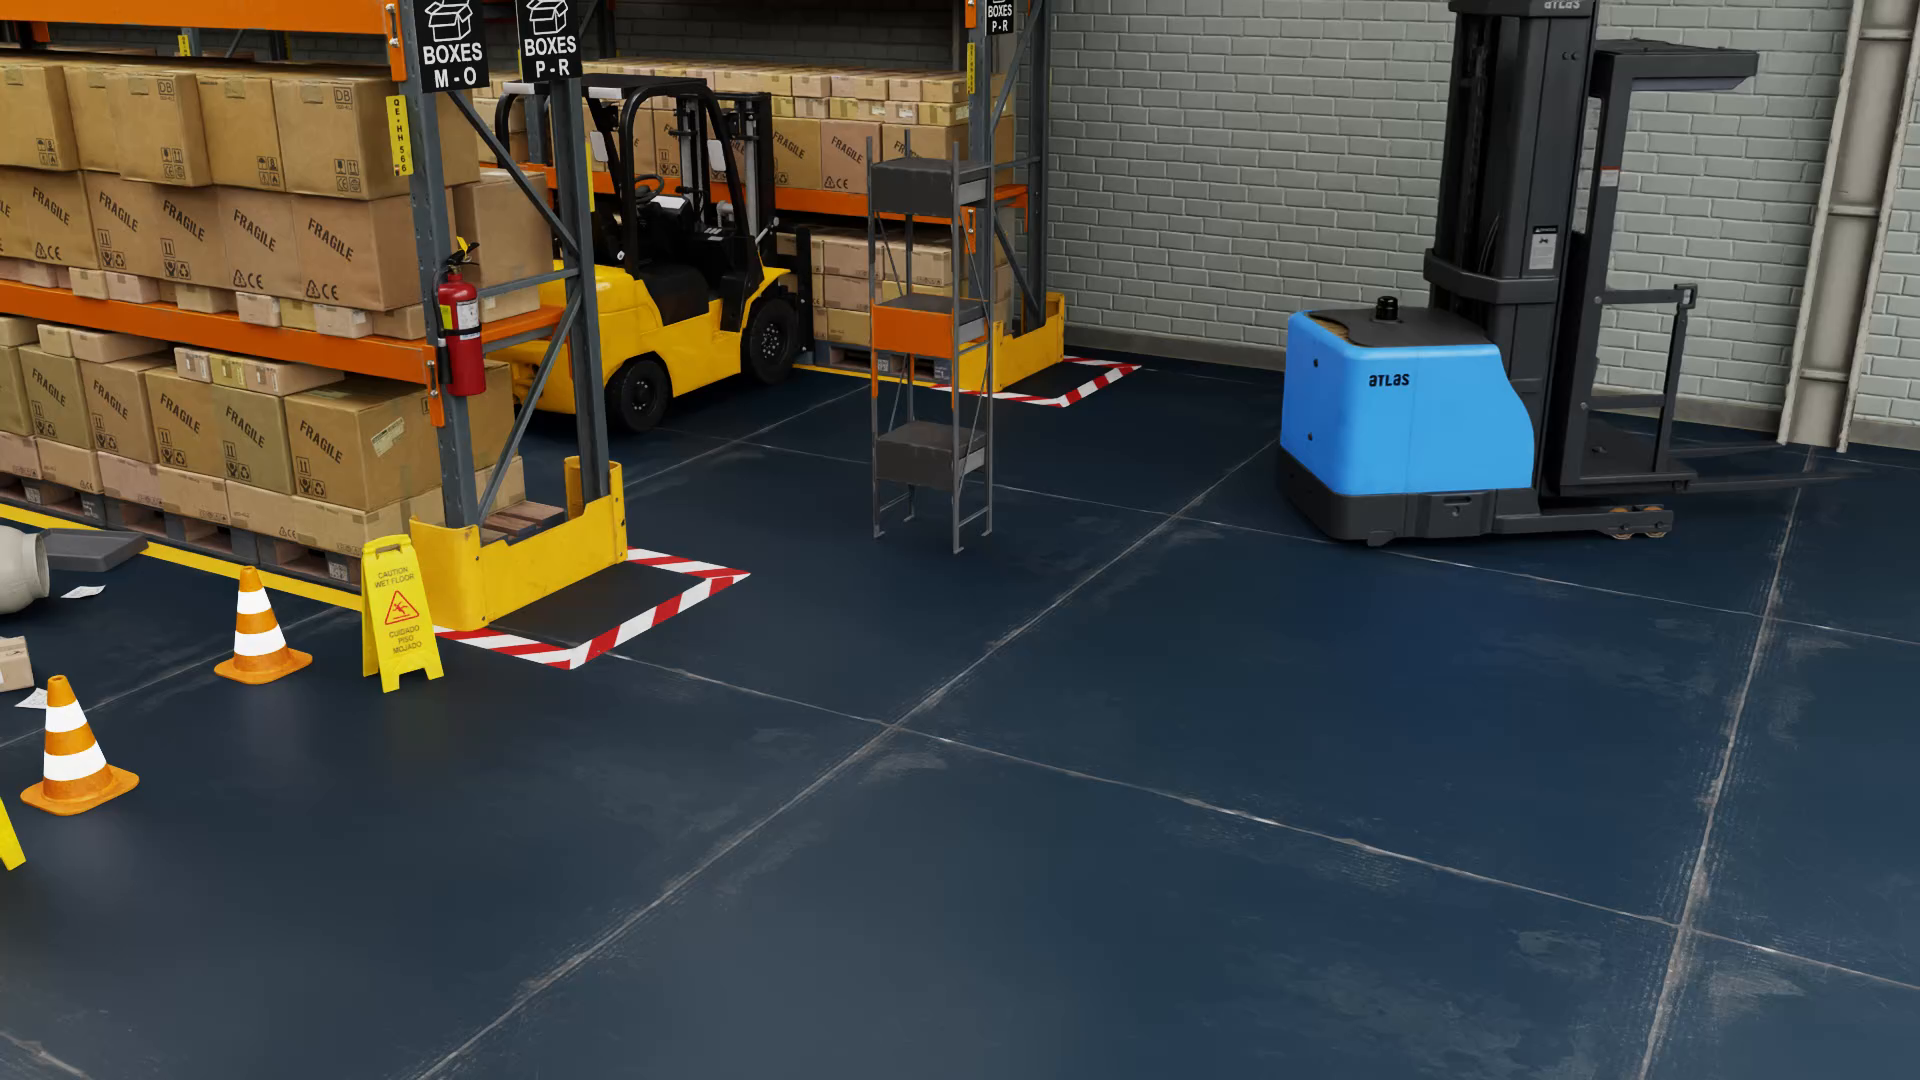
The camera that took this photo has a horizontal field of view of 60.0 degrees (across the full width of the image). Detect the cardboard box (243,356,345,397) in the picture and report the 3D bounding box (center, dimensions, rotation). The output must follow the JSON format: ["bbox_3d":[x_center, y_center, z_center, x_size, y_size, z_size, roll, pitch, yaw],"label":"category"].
[{"bbox_3d":[-3.245,-0.826,8.110,0.250,0.149,0.380,12,23,29],"label":"cardboard box"}]

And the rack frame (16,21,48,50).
[{"bbox_3d":[-5.557,-1.833,9.519,0.127,3.000,1.000,11,23,27],"label":"rack frame"}]

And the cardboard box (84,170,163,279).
[{"bbox_3d":[-3.976,-1.621,8.353,0.500,0.500,0.500,11,23,28],"label":"cardboard box"}]

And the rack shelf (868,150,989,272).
[{"bbox_3d":[-0.144,-1.660,8.349,0.480,0.518,0.431,11,23,27],"label":"rack shelf"}]

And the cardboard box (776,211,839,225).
[{"bbox_3d":[-1.288,-2.413,13.067,0.500,0.250,0.500,10,22,26],"label":"cardboard box"}]

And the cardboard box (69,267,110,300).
[{"bbox_3d":[-4.326,-1.351,8.560,0.250,0.149,0.380,11,23,28],"label":"cardboard box"}]

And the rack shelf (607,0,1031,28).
[{"bbox_3d":[-1.394,-4.050,12.288,4.000,0.370,1.077,11,23,27],"label":"rack shelf"}]

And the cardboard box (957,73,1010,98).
[{"bbox_3d":[0.163,-3.257,11.911,0.250,0.149,0.380,10,22,26],"label":"cardboard box"}]

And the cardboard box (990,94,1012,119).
[{"bbox_3d":[0.183,-3.131,12.001,0.250,0.149,0.380,10,22,26],"label":"cardboard box"}]

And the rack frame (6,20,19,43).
[{"bbox_3d":[-10.124,-4.641,17.262,0.127,3.000,1.000,11,23,27],"label":"rack frame"}]

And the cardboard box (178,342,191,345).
[{"bbox_3d":[-4.019,-0.903,9.272,0.500,0.500,0.500,12,23,30],"label":"cardboard box"}]

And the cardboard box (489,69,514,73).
[{"bbox_3d":[-4.001,-3.924,14.185,0.250,0.149,0.380,11,22,27],"label":"cardboard box"}]

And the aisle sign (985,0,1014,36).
[{"bbox_3d":[0.267,-3.770,11.046,0.004,0.787,0.394,11,23,27],"label":"aisle sign"}]

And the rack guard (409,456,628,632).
[{"bbox_3d":[-2.131,-0.005,8.146,0.348,0.500,1.175,11,23,27],"label":"rack guard"}]

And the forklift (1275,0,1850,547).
[{"bbox_3d":[3.366,-1.555,8.854,3.031,2.935,1.130,-3,20,-8],"label":"forklift"}]

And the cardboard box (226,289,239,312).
[{"bbox_3d":[-3.379,-1.224,8.210,0.250,0.149,0.380,11,23,28],"label":"cardboard box"}]

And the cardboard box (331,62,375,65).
[{"bbox_3d":[-5.521,-4.243,15.065,0.250,0.149,0.380,10,22,26],"label":"cardboard box"}]

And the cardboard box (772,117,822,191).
[{"bbox_3d":[-1.101,-2.871,12.233,0.500,0.500,0.500,10,22,26],"label":"cardboard box"}]

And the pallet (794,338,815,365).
[{"bbox_3d":[-1.397,-1.653,13.112,1.213,0.211,1.003,11,23,27],"label":"pallet"}]

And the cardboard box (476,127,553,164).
[{"bbox_3d":[-3.707,-3.246,13.636,0.500,0.250,0.500,11,23,29],"label":"cardboard box"}]

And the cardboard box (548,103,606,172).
[{"bbox_3d":[-2.880,-3.206,13.159,0.500,0.500,0.500,10,22,26],"label":"cardboard box"}]

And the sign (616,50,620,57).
[{"bbox_3d":[-2.870,-3.921,13.889,0.005,0.325,0.100,11,23,27],"label":"sign"}]

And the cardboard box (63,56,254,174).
[{"bbox_3d":[-3.919,-2.109,8.232,0.500,0.500,0.700,11,22,27],"label":"cardboard box"}]

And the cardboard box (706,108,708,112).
[{"bbox_3d":[-1.886,-3.310,12.494,0.250,0.149,0.380,10,22,26],"label":"cardboard box"}]

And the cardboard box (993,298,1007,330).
[{"bbox_3d":[0.019,-1.690,12.543,0.500,0.250,0.500,11,23,28],"label":"cardboard box"}]

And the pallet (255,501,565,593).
[{"bbox_3d":[-2.823,-0.015,8.597,1.213,0.211,1.003,11,23,27],"label":"pallet"}]

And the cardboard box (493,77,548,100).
[{"bbox_3d":[-3.546,-3.654,13.441,0.250,0.149,0.380,12,23,29],"label":"cardboard box"}]

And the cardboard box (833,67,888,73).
[{"bbox_3d":[-0.737,-3.432,12.394,0.250,0.149,0.380,12,23,29],"label":"cardboard box"}]

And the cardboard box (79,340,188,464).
[{"bbox_3d":[-4.249,-0.739,8.821,0.500,0.500,0.500,12,23,30],"label":"cardboard box"}]

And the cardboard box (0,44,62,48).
[{"bbox_3d":[-9.358,-4.653,16.530,0.500,0.500,0.700,11,23,28],"label":"cardboard box"}]

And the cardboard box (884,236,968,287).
[{"bbox_3d":[-0.202,-2.004,11.942,0.500,0.250,0.500,12,23,29],"label":"cardboard box"}]

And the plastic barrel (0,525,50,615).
[{"bbox_3d":[-4.607,0.151,7.828,0.512,0.421,0.421,-7,21,-20],"label":"plastic barrel"}]

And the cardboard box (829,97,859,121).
[{"bbox_3d":[-0.732,-3.112,11.946,0.250,0.149,0.380,11,22,27],"label":"cardboard box"}]

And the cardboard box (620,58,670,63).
[{"bbox_3d":[-2.515,-3.786,13.368,0.250,0.149,0.380,10,22,26],"label":"cardboard box"}]

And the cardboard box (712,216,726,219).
[{"bbox_3d":[-1.989,-2.345,12.880,0.500,0.250,0.500,12,23,29],"label":"cardboard box"}]

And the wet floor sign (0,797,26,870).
[{"bbox_3d":[-3.400,0.845,5.589,0.232,0.644,0.267,7,21,18],"label":"wet floor sign"}]

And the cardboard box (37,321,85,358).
[{"bbox_3d":[-4.644,-1.093,8.845,0.250,0.149,0.380,12,23,29],"label":"cardboard box"}]

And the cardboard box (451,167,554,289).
[{"bbox_3d":[-2.343,-1.516,8.062,0.500,0.500,0.500,10,22,26],"label":"cardboard box"}]

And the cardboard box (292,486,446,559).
[{"bbox_3d":[-2.923,-0.131,8.243,0.500,0.250,0.500,11,23,27],"label":"cardboard box"}]

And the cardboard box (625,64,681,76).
[{"bbox_3d":[-2.332,-3.532,12.668,0.250,0.149,0.380,11,23,28],"label":"cardboard box"}]

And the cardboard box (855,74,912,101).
[{"bbox_3d":[-0.535,-3.202,11.758,0.250,0.149,0.380,11,23,28],"label":"cardboard box"}]

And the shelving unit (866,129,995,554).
[{"bbox_3d":[-0.144,-1.015,8.583,0.503,2.100,0.431,11,23,27],"label":"shelving unit"}]

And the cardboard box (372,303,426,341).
[{"bbox_3d":[-2.496,-1.048,7.723,0.250,0.149,0.380,12,23,29],"label":"cardboard box"}]

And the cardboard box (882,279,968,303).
[{"bbox_3d":[-0.225,-1.774,12.039,0.500,0.250,0.500,10,22,27],"label":"cardboard box"}]

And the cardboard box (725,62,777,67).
[{"bbox_3d":[-1.611,-3.617,12.904,0.250,0.149,0.380,11,22,27],"label":"cardboard box"}]

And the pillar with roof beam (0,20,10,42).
[{"bbox_3d":[-12.392,-6.564,13.764,0.400,9.000,9.100,11,23,27],"label":"pillar with roof beam"}]

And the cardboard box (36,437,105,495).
[{"bbox_3d":[-4.702,-0.474,9.188,0.500,0.250,0.500,12,23,30],"label":"cardboard box"}]

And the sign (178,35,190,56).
[{"bbox_3d":[-6.888,-4.320,14.794,0.005,0.325,0.100,11,23,27],"label":"sign"}]

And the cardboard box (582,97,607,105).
[{"bbox_3d":[-2.763,-3.489,12.987,0.250,0.149,0.380,11,23,29],"label":"cardboard box"}]

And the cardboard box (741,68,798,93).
[{"bbox_3d":[-1.405,-3.388,12.271,0.250,0.149,0.380,11,23,28],"label":"cardboard box"}]
